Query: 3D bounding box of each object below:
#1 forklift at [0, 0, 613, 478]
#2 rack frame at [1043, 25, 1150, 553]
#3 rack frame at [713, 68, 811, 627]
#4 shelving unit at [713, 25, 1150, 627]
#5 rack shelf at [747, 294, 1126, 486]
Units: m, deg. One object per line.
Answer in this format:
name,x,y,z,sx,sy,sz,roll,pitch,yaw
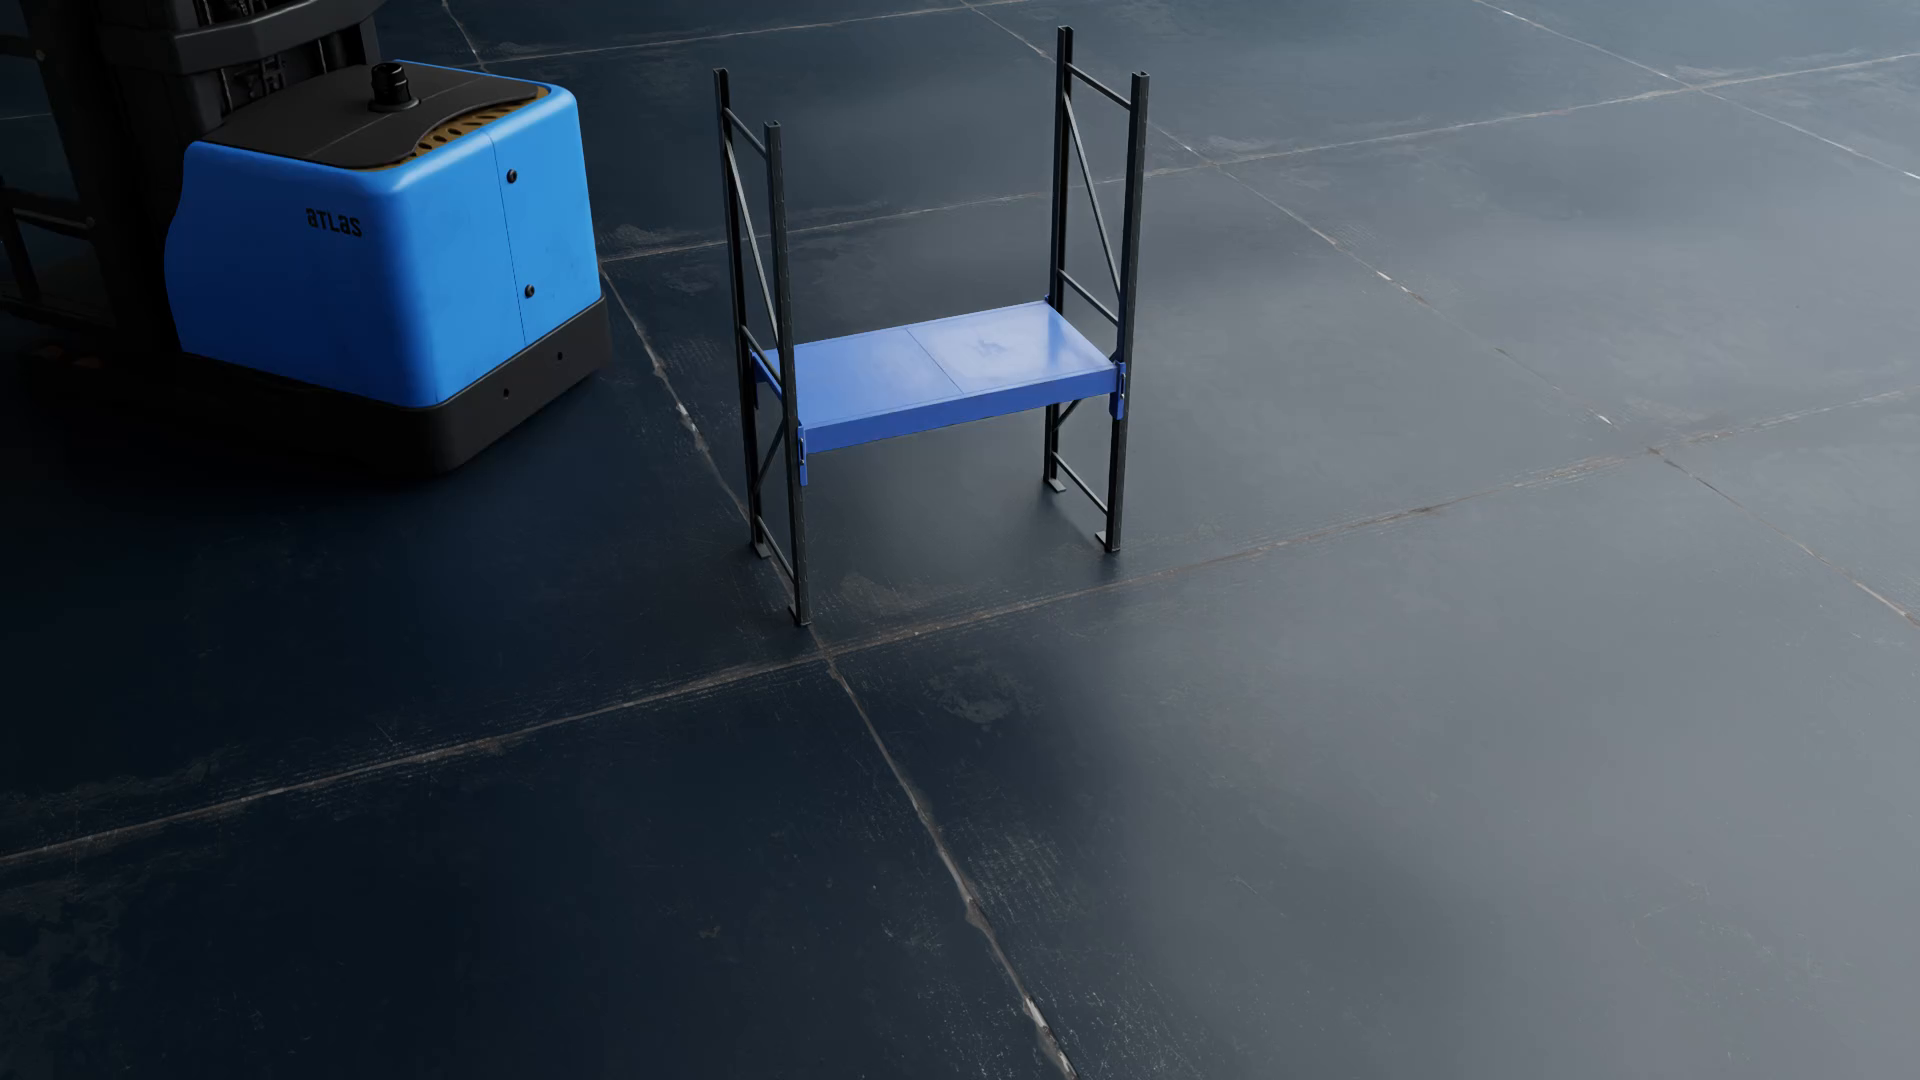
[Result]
forklift,-2.848,-1.969,5.589,3.031,2.935,1.130,14,36,21
rack frame,0.390,-0.718,4.978,0.032,1.500,0.500,-13,35,-19
rack frame,-0.547,-0.503,4.648,0.032,1.500,0.500,-13,35,-19
shelving unit,-0.079,-0.611,4.813,1.048,1.500,0.538,-13,35,-19
rack shelf,-0.079,-0.460,4.911,1.000,0.185,0.538,-13,35,-19
